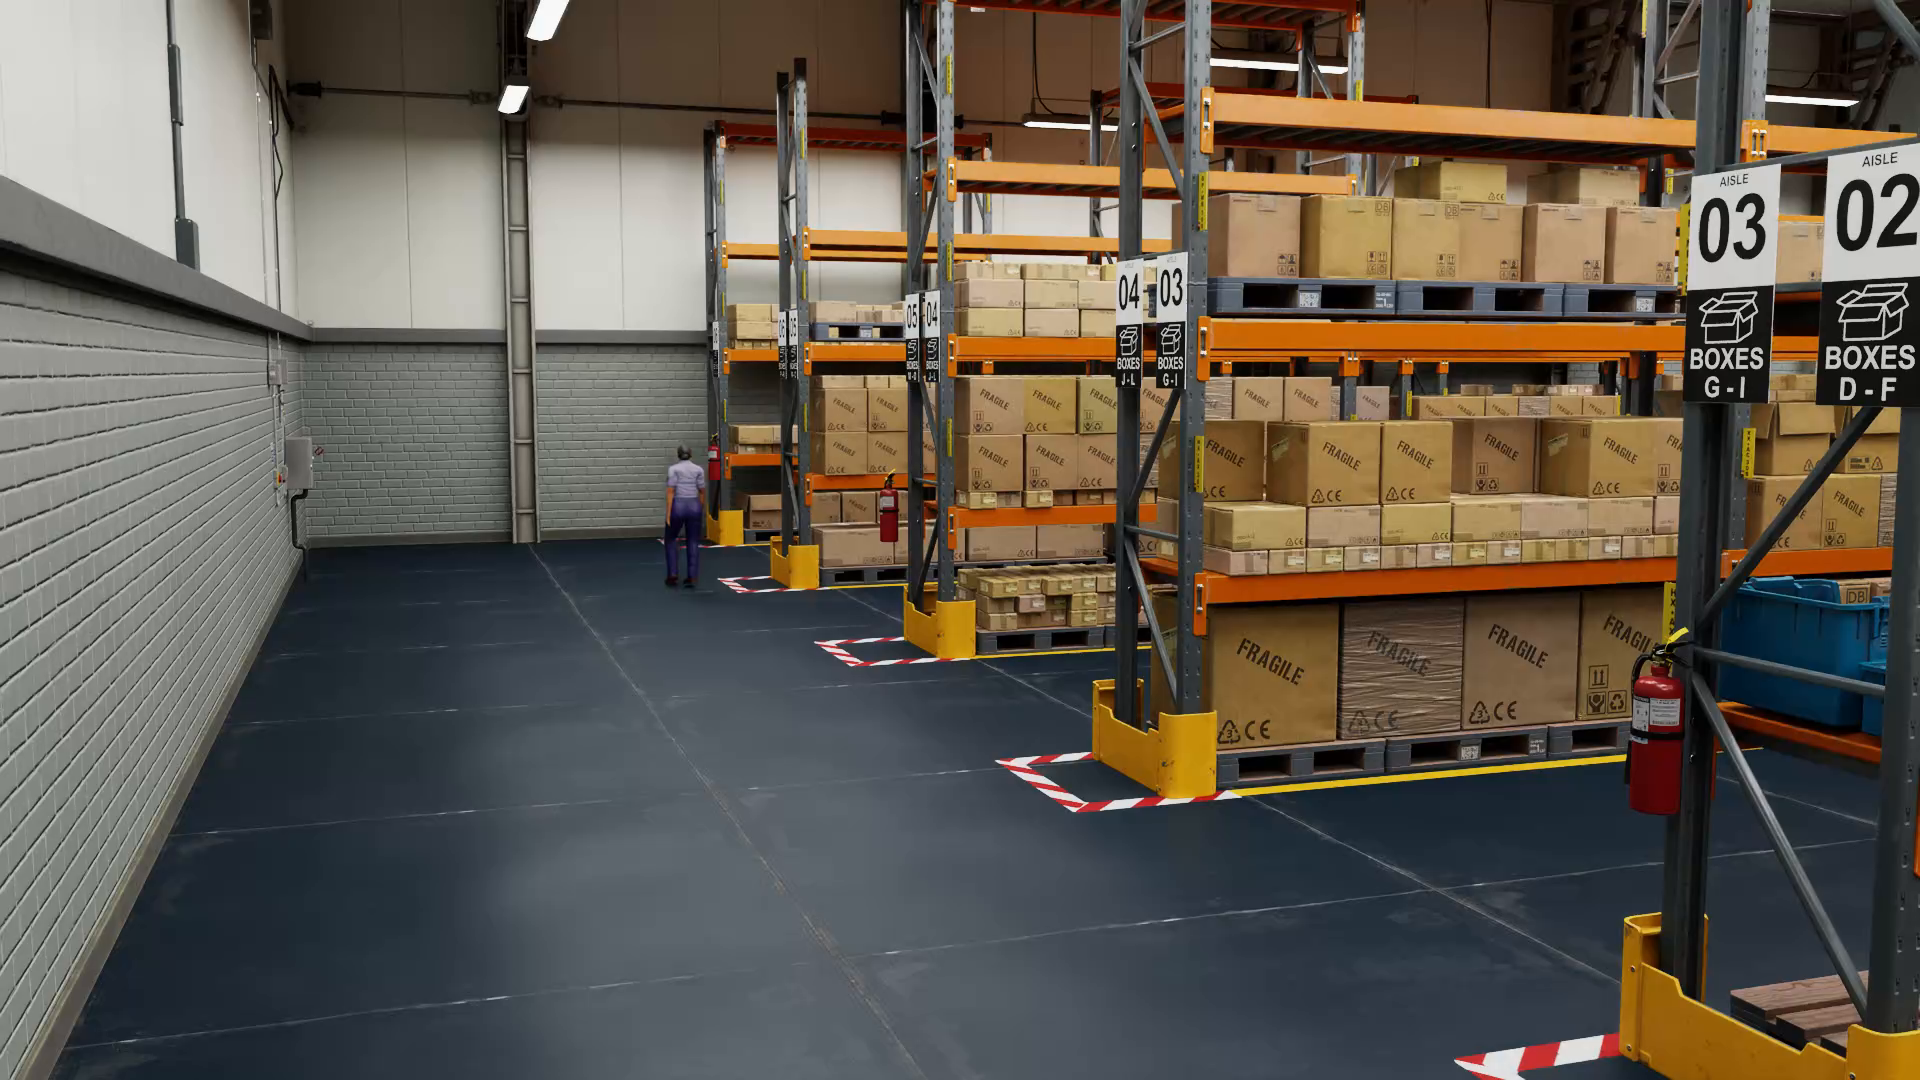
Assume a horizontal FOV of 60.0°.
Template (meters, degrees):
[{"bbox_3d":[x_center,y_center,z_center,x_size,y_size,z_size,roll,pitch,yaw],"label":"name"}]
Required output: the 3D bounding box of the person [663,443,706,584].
[{"bbox_3d":[-3.214,-0.273,19.461,0.519,1.715,0.594,-3,6,-23],"label":"person"}]
